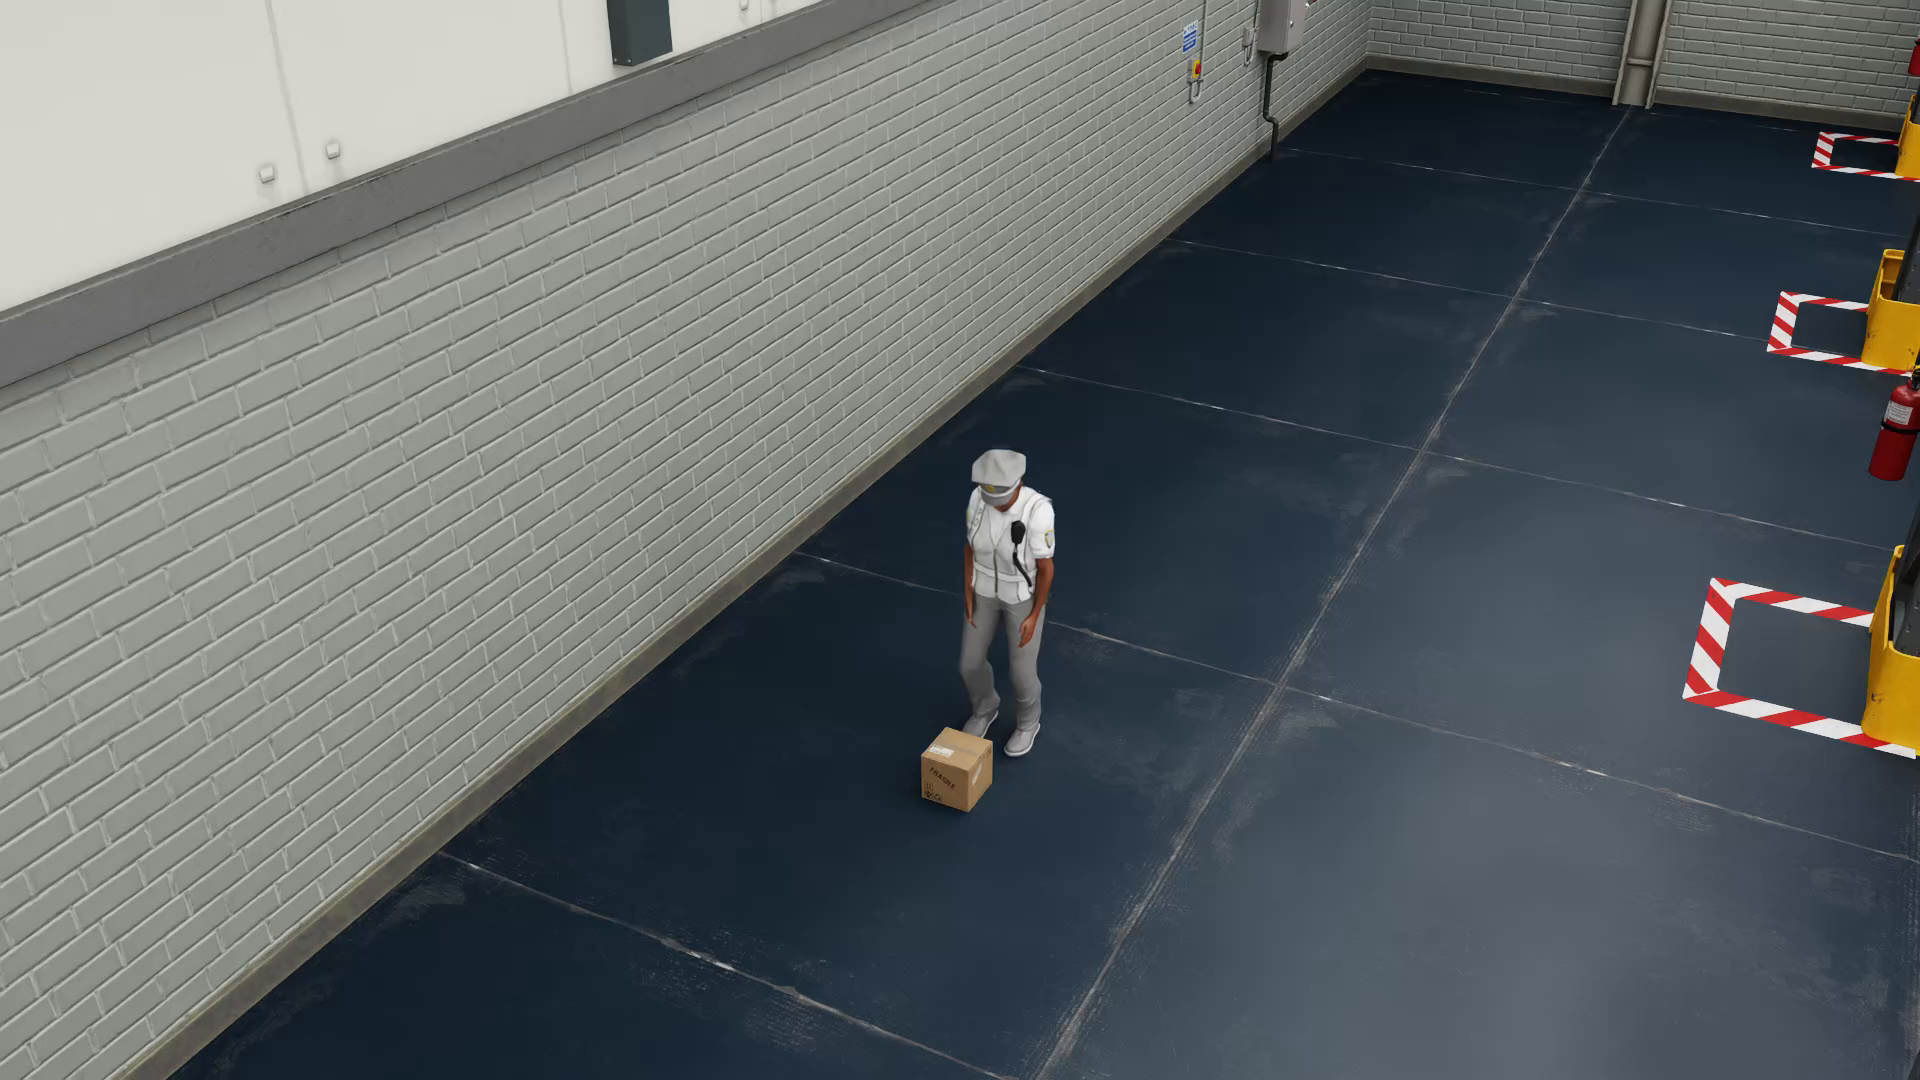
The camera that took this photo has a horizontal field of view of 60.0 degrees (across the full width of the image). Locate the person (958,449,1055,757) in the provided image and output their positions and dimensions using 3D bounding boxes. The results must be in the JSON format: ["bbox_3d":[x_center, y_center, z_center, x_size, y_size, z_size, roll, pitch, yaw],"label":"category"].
[{"bbox_3d":[0.224,0.301,7.846,0.461,1.600,0.460,15,34,24],"label":"person"}]
